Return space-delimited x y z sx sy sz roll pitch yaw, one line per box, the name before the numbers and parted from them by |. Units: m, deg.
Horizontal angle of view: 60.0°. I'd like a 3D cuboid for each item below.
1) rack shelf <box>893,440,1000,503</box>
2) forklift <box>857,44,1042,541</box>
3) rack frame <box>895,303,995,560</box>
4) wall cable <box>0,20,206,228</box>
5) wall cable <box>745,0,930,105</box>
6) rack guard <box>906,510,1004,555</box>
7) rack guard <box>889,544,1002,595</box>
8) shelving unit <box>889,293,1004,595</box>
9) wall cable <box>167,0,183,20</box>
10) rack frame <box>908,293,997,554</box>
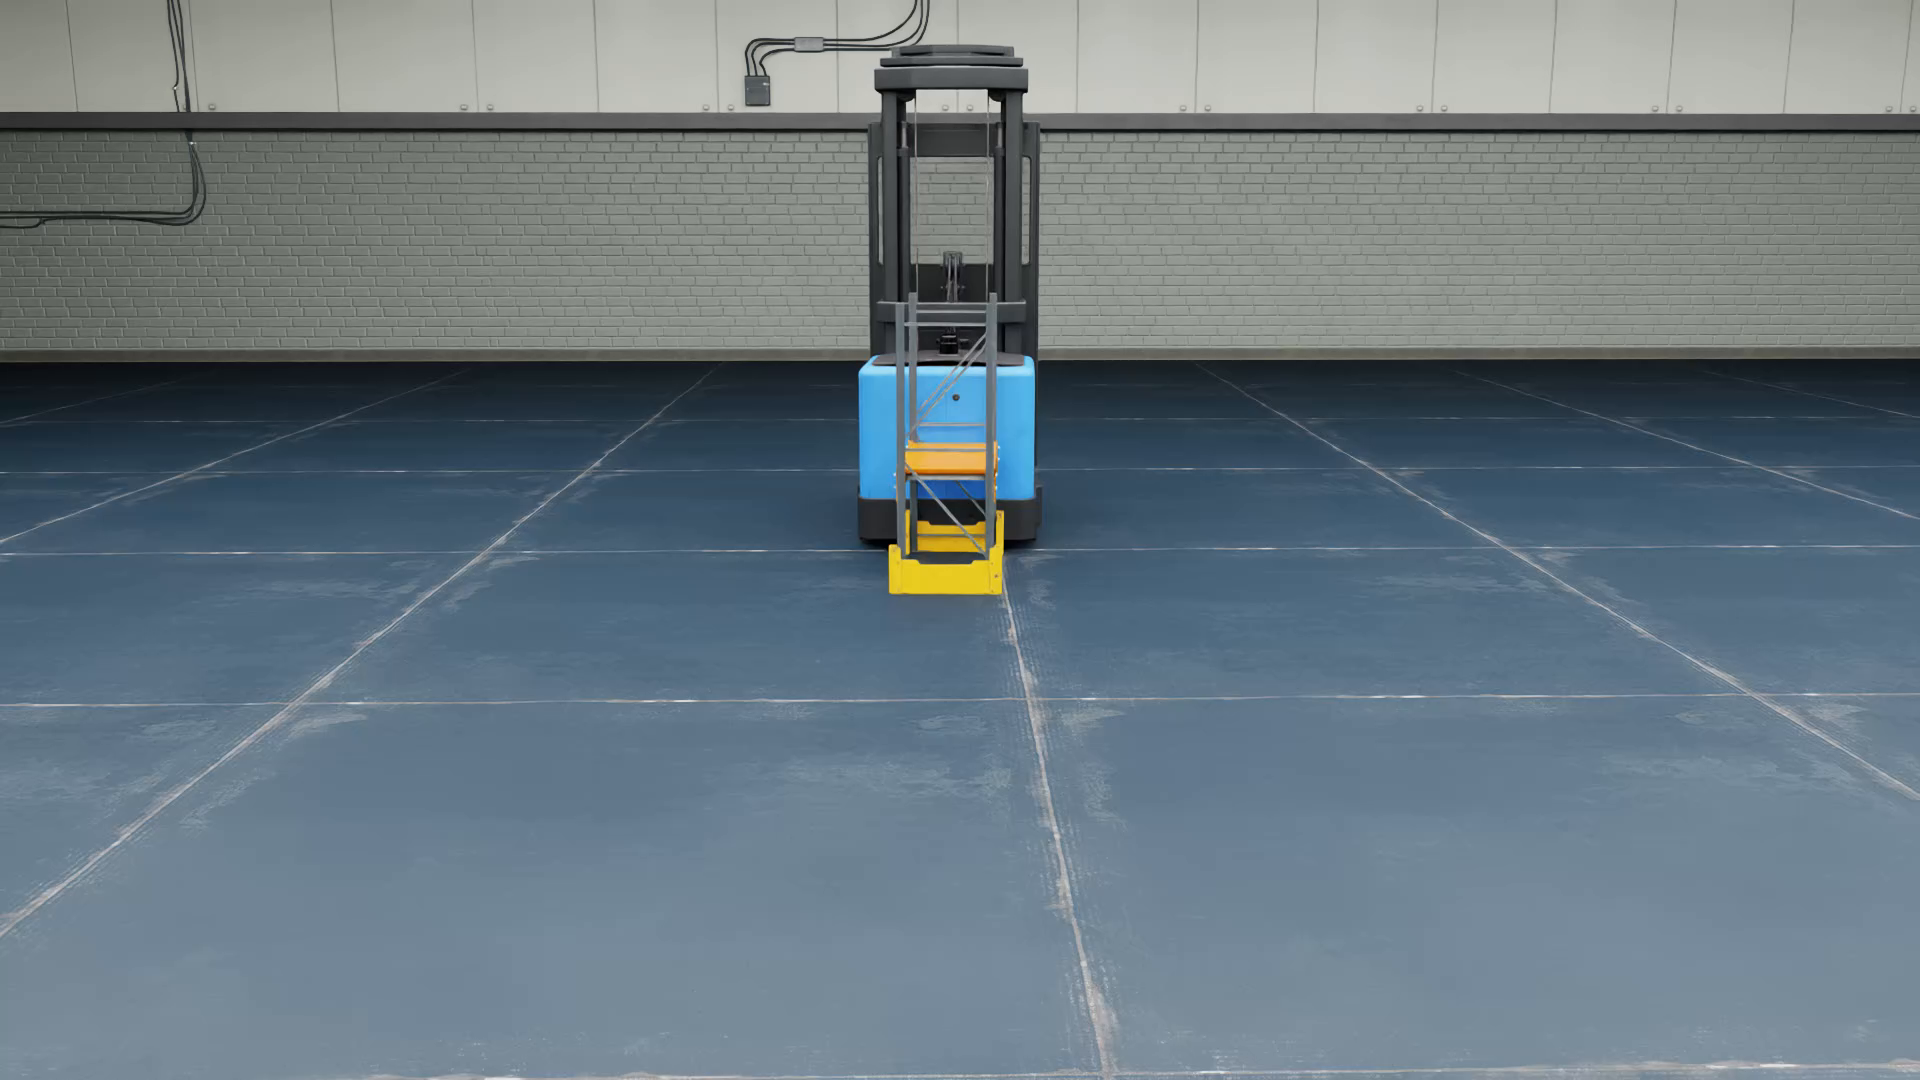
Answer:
rack shelf | -0.058 -0.382 9.074 0.538 0.185 1.000 0 11 2
forklift | -0.029 -1.668 10.909 1.130 2.935 3.031 0 11 2
rack frame | -0.075 -0.457 8.541 0.500 1.500 0.032 0 11 2
wall cable | -11.018 -5.160 20.671 3.097 2.526 0.112 0 11 -1
wall cable | -1.527 -8.384 20.201 2.305 6.003 0.169 0 11 -1
rack guard | -0.041 -0.043 9.642 0.587 0.250 0.087 0 11 2
rack guard | -0.075 0.155 8.666 0.587 0.250 0.087 0 11 2
shelving unit | -0.058 -0.556 9.030 0.587 1.500 1.083 0 11 2
wall cable | -8.314 -7.646 20.224 3.097 2.526 0.112 0 11 -1
rack frame | -0.040 -0.659 9.537 0.500 1.500 0.032 0 11 2
